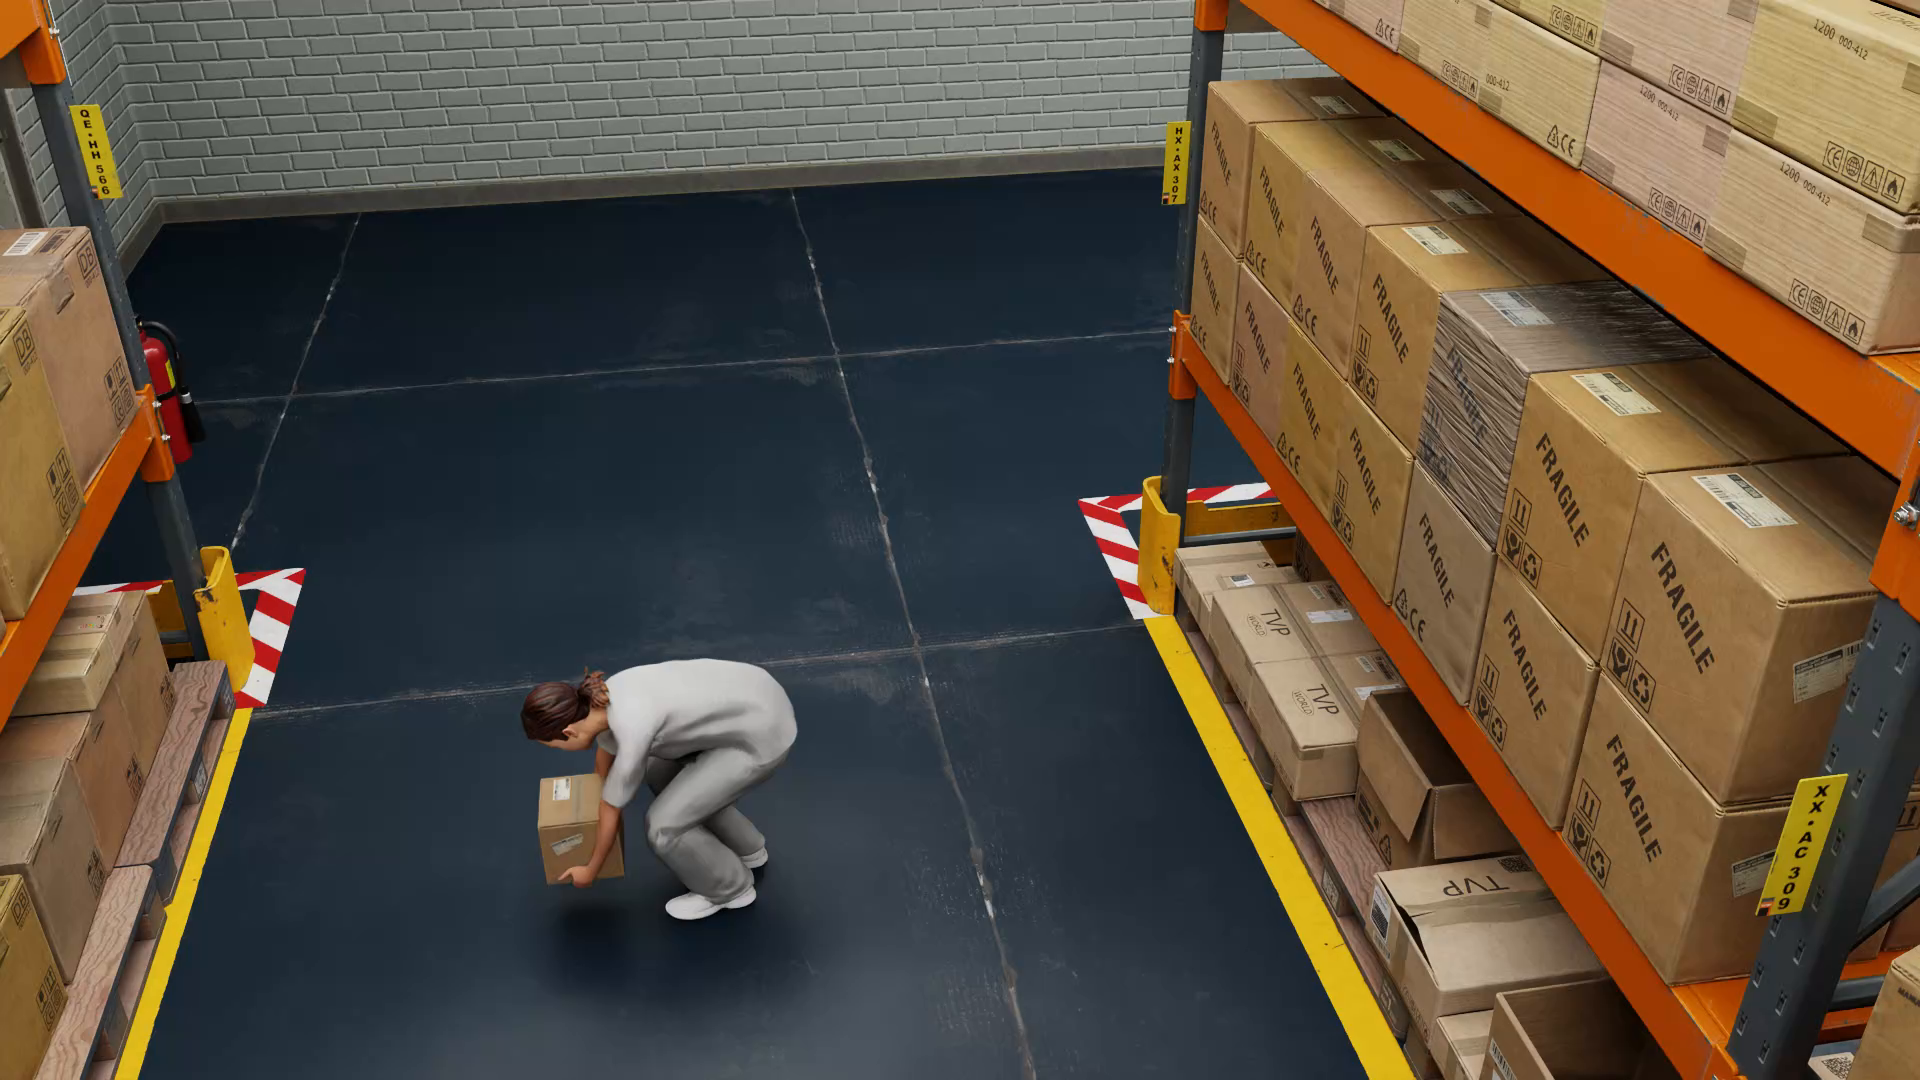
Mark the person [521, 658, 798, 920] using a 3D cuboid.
[{"bbox_3d":[-0.961,0.803,5.490,0.862,0.955,0.464,-7,31,-11],"label":"person"}]
